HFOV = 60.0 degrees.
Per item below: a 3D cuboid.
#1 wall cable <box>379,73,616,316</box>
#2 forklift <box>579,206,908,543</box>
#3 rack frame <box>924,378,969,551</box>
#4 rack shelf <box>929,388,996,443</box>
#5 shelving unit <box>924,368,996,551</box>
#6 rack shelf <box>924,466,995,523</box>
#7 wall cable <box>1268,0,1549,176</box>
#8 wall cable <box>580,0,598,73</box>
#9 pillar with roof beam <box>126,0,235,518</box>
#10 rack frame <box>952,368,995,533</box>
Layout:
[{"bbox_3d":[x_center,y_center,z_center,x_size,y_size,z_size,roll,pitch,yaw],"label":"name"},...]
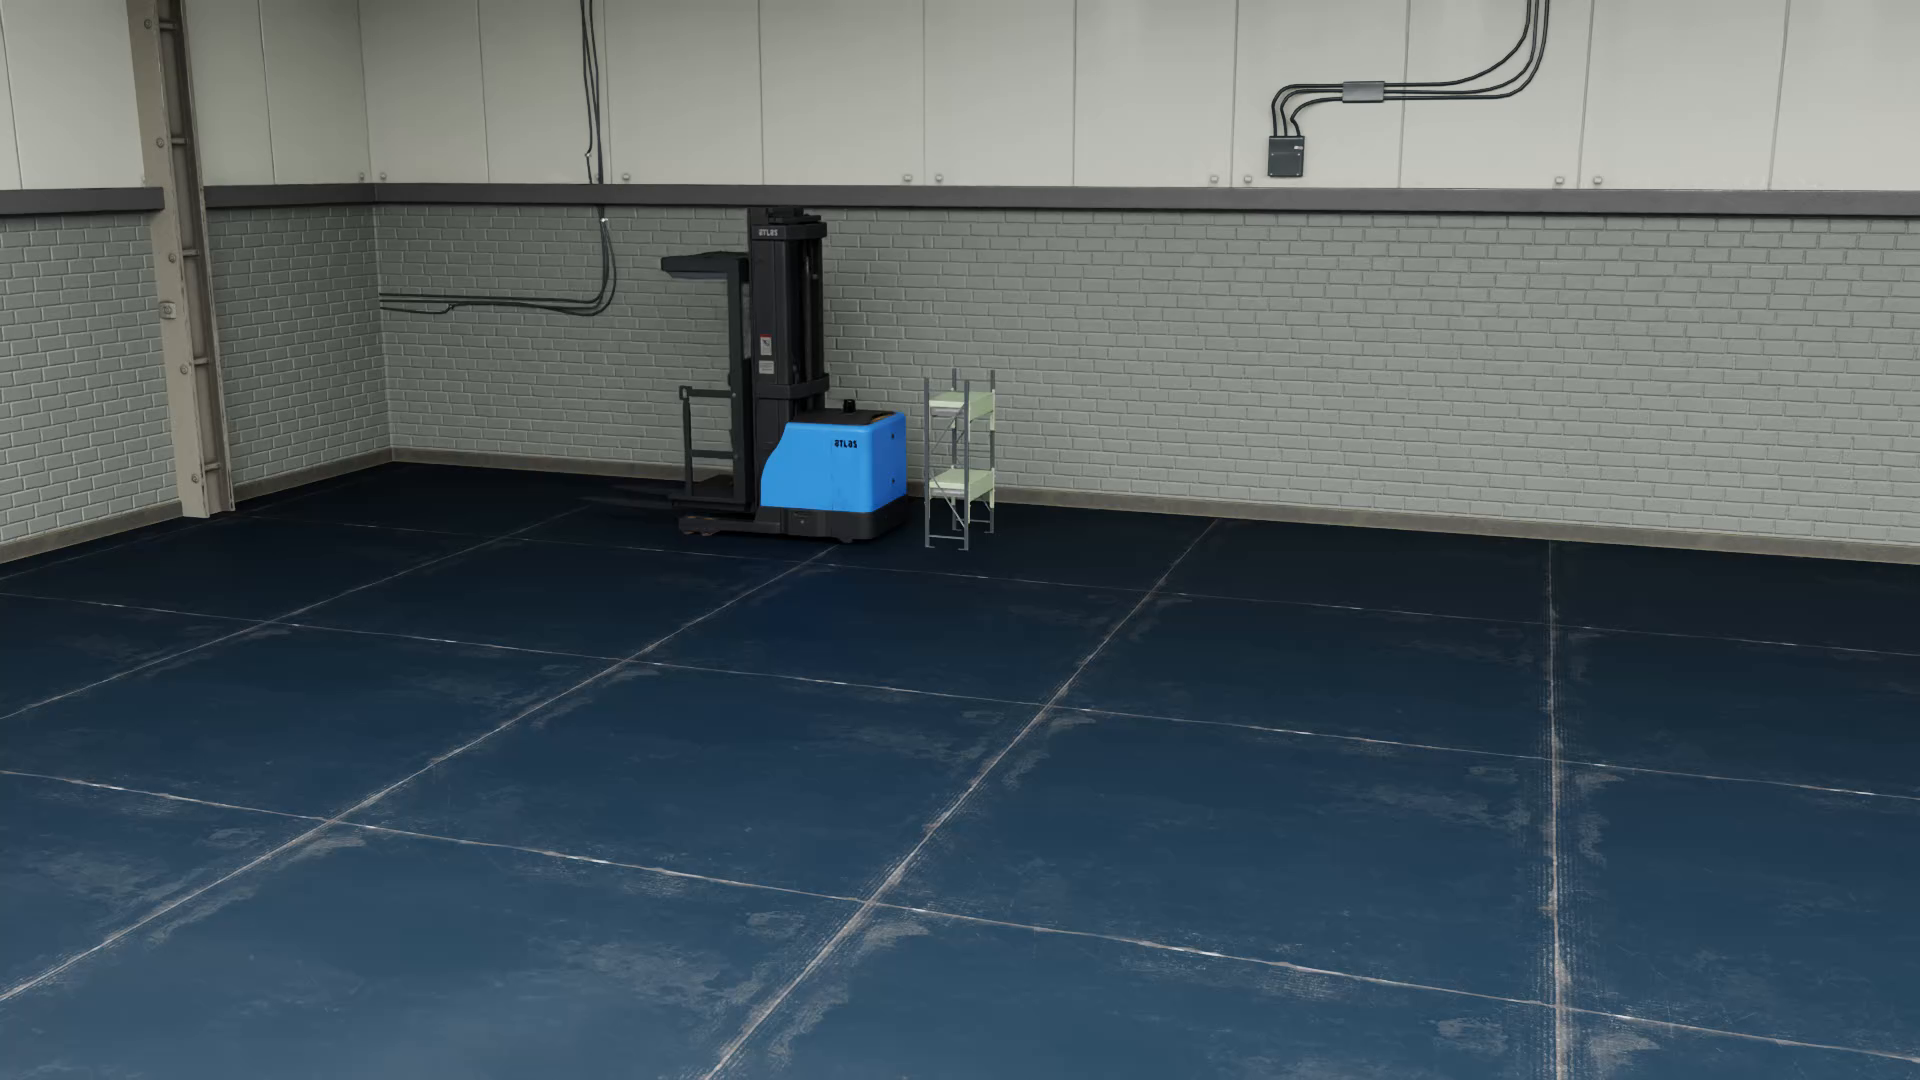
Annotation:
[{"bbox_3d":[-5.092,-3.661,17.785,3.097,2.526,0.112,4,14,18],"label":"wall cable"},{"bbox_3d":[-2.058,-1.572,15.289,3.031,2.935,1.130,4,14,18],"label":"forklift"},{"bbox_3d":[-0.116,-0.656,14.490,0.400,1.500,0.023,4,14,18],"label":"rack frame"},{"bbox_3d":[0.002,-1.113,14.740,0.431,0.370,0.720,4,14,18],"label":"rack shelf"},{"bbox_3d":[0.002,-0.733,14.827,0.431,1.500,0.755,4,14,18],"label":"shelving unit"},{"bbox_3d":[0.002,-0.415,14.900,0.431,0.370,0.720,4,14,18],"label":"rack shelf"},{"bbox_3d":[3.886,-6.146,14.052,2.305,6.003,0.169,4,14,18],"label":"wall cable"},{"bbox_3d":[-2.532,-5.929,16.370,3.097,2.526,0.112,4,14,18],"label":"wall cable"},{"bbox_3d":[-3.223,-4.340,13.781,9.100,9.000,0.400,4,14,18],"label":"pillar with roof beam"},{"bbox_3d":[0.121,-0.810,15.165,0.400,1.500,0.023,4,14,18],"label":"rack frame"}]
